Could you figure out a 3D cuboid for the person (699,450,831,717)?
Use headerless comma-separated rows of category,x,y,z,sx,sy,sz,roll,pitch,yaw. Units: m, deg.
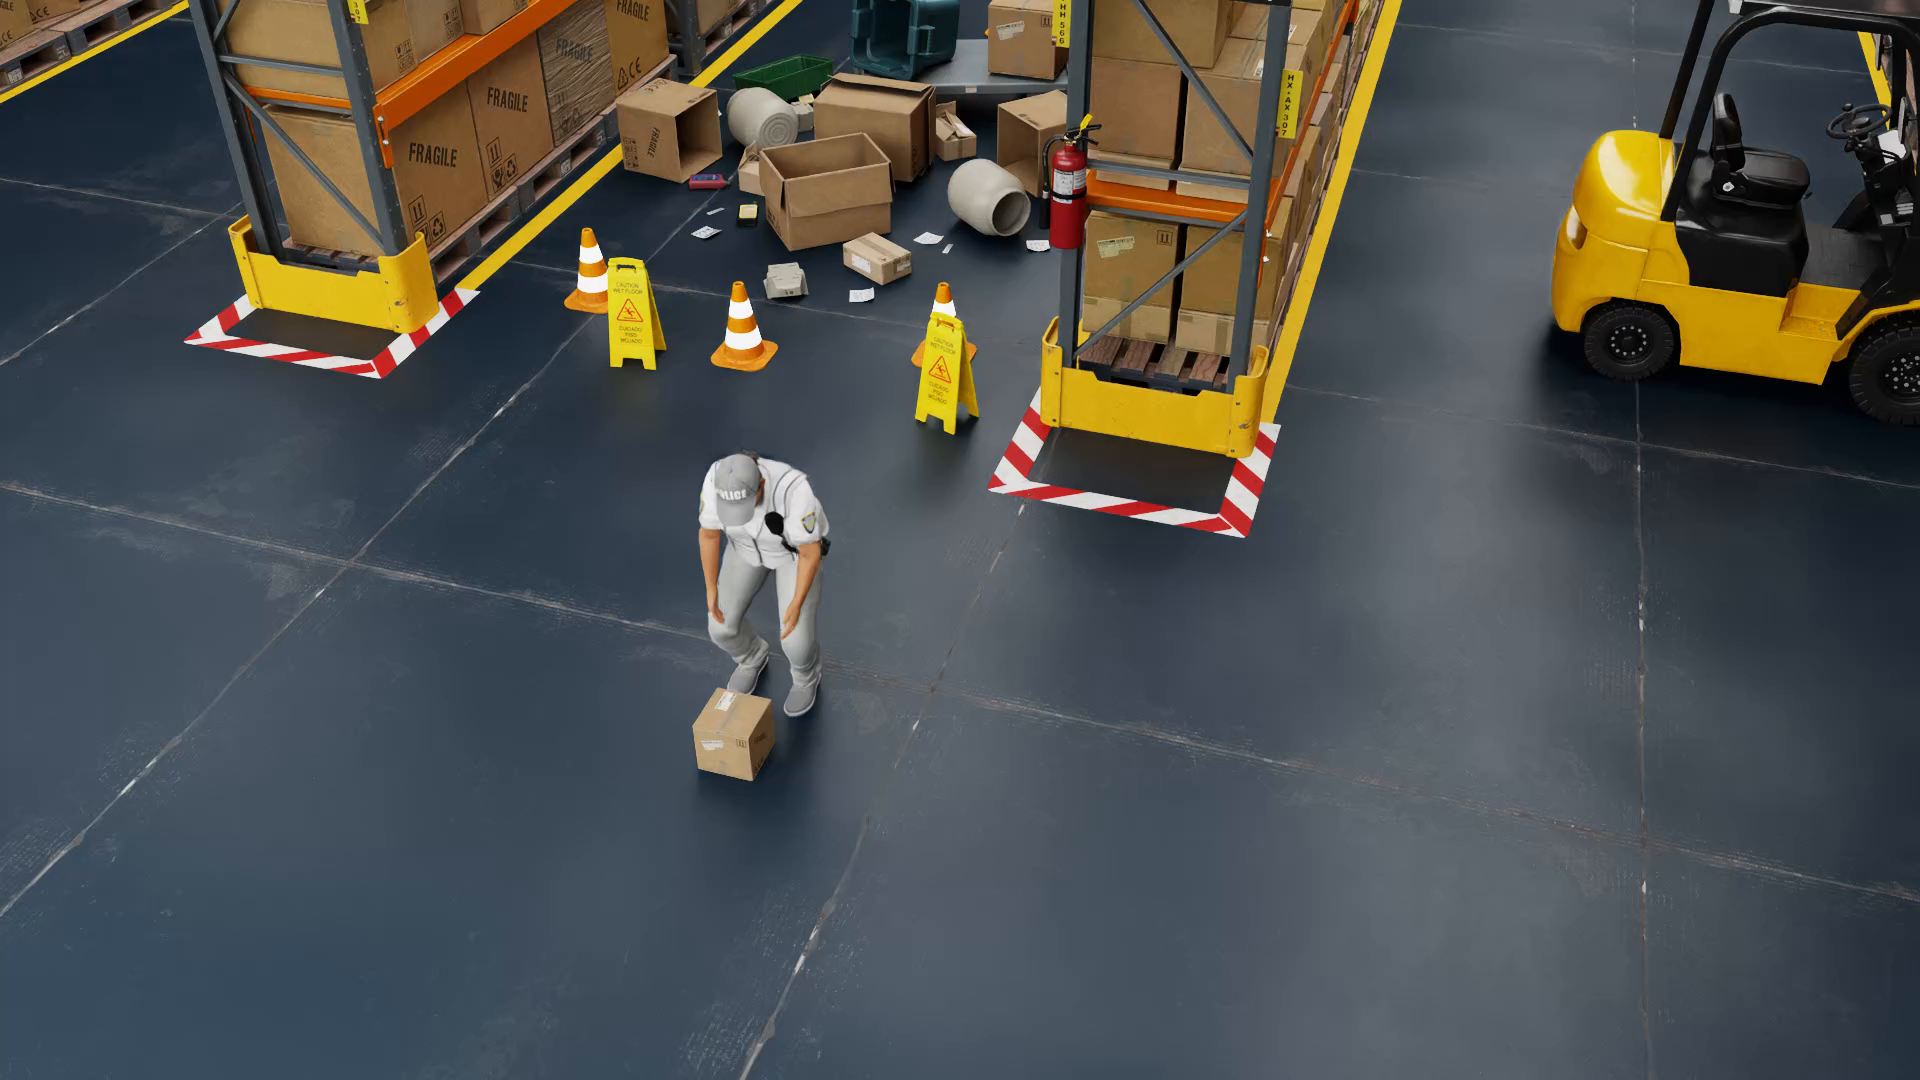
person,-0.797,0.120,6.954,0.526,1.406,0.710,11,39,14
